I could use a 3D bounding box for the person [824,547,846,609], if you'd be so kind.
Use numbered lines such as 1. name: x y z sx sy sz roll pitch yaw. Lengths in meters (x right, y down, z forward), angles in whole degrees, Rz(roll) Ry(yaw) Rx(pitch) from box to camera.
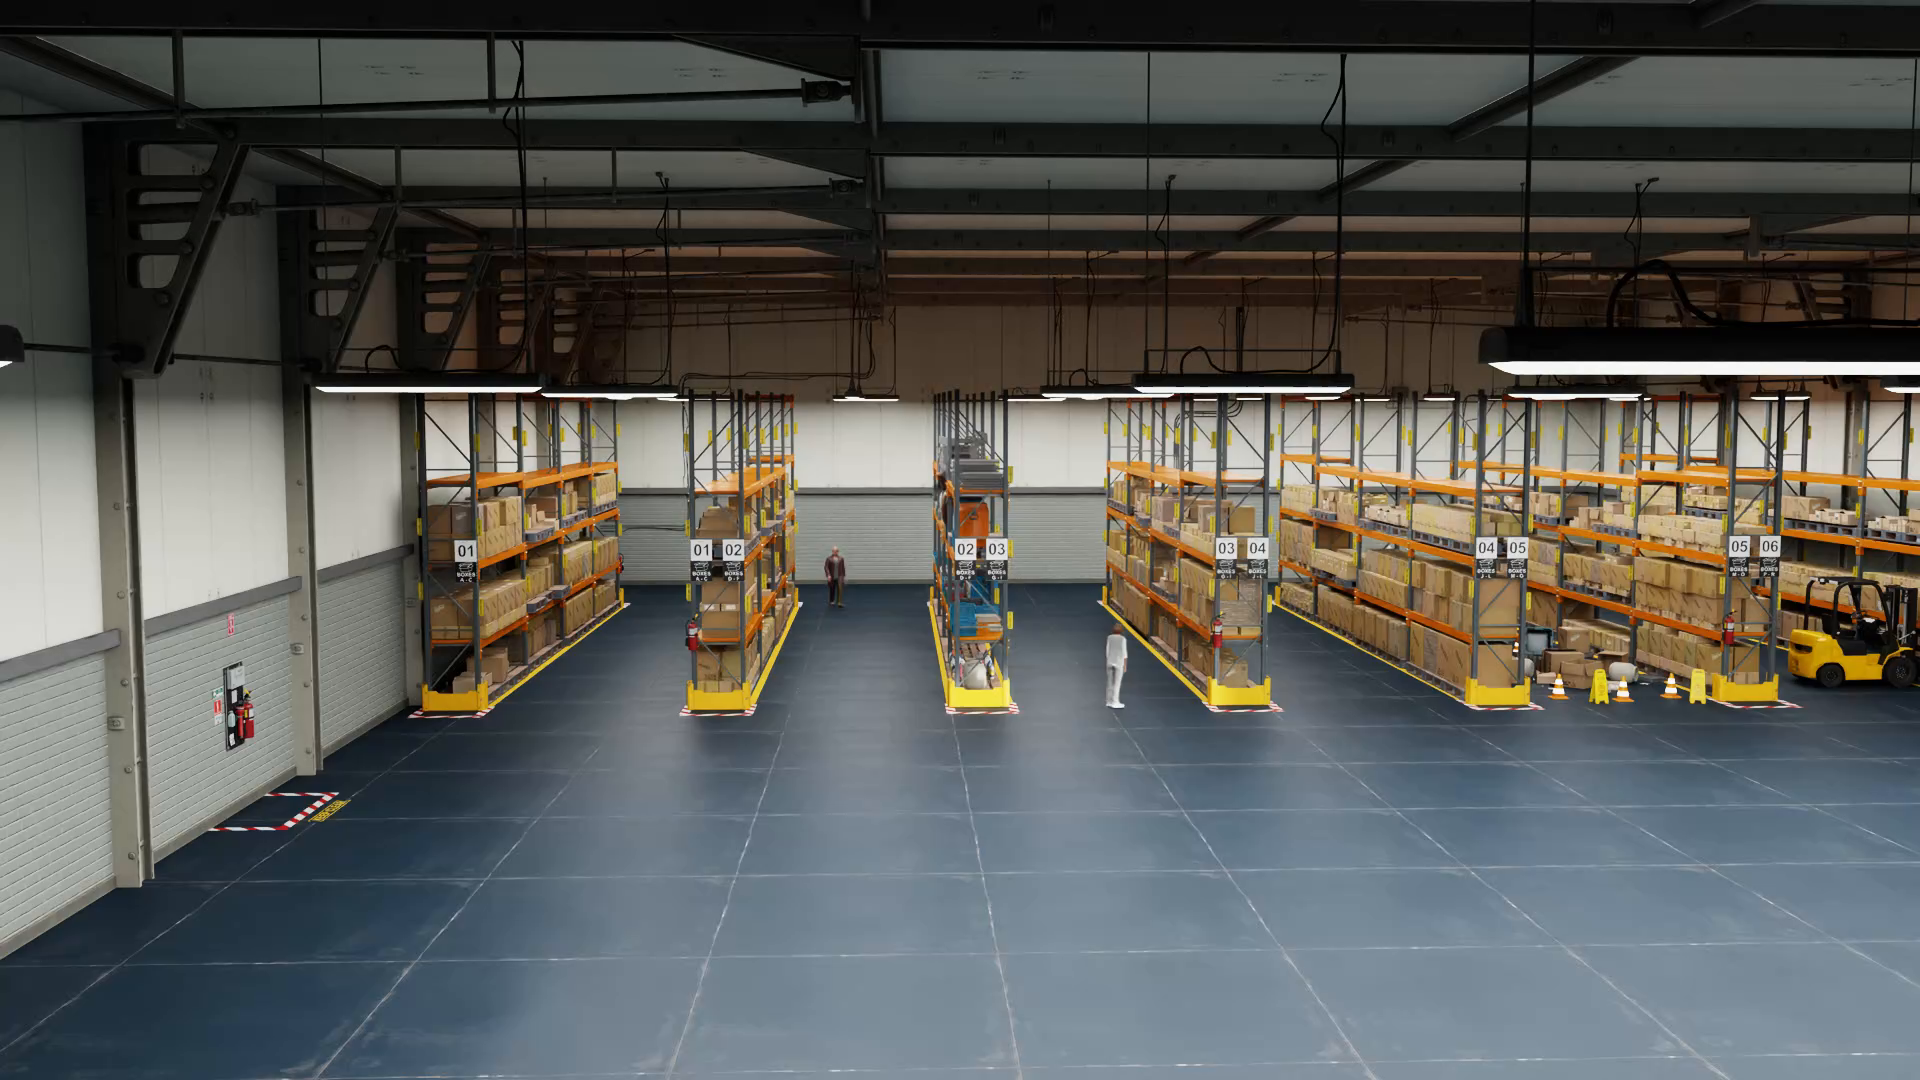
1. person: -3.493 1.045 46.672 0.634 1.713 1.181 -1 5 -7

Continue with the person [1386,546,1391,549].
1. person: 11.873 1.049 46.438 0.479 1.793 0.604 0 5 1

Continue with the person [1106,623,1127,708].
1. person: 2.946 2.367 31.359 0.431 1.608 0.330 3 5 32
